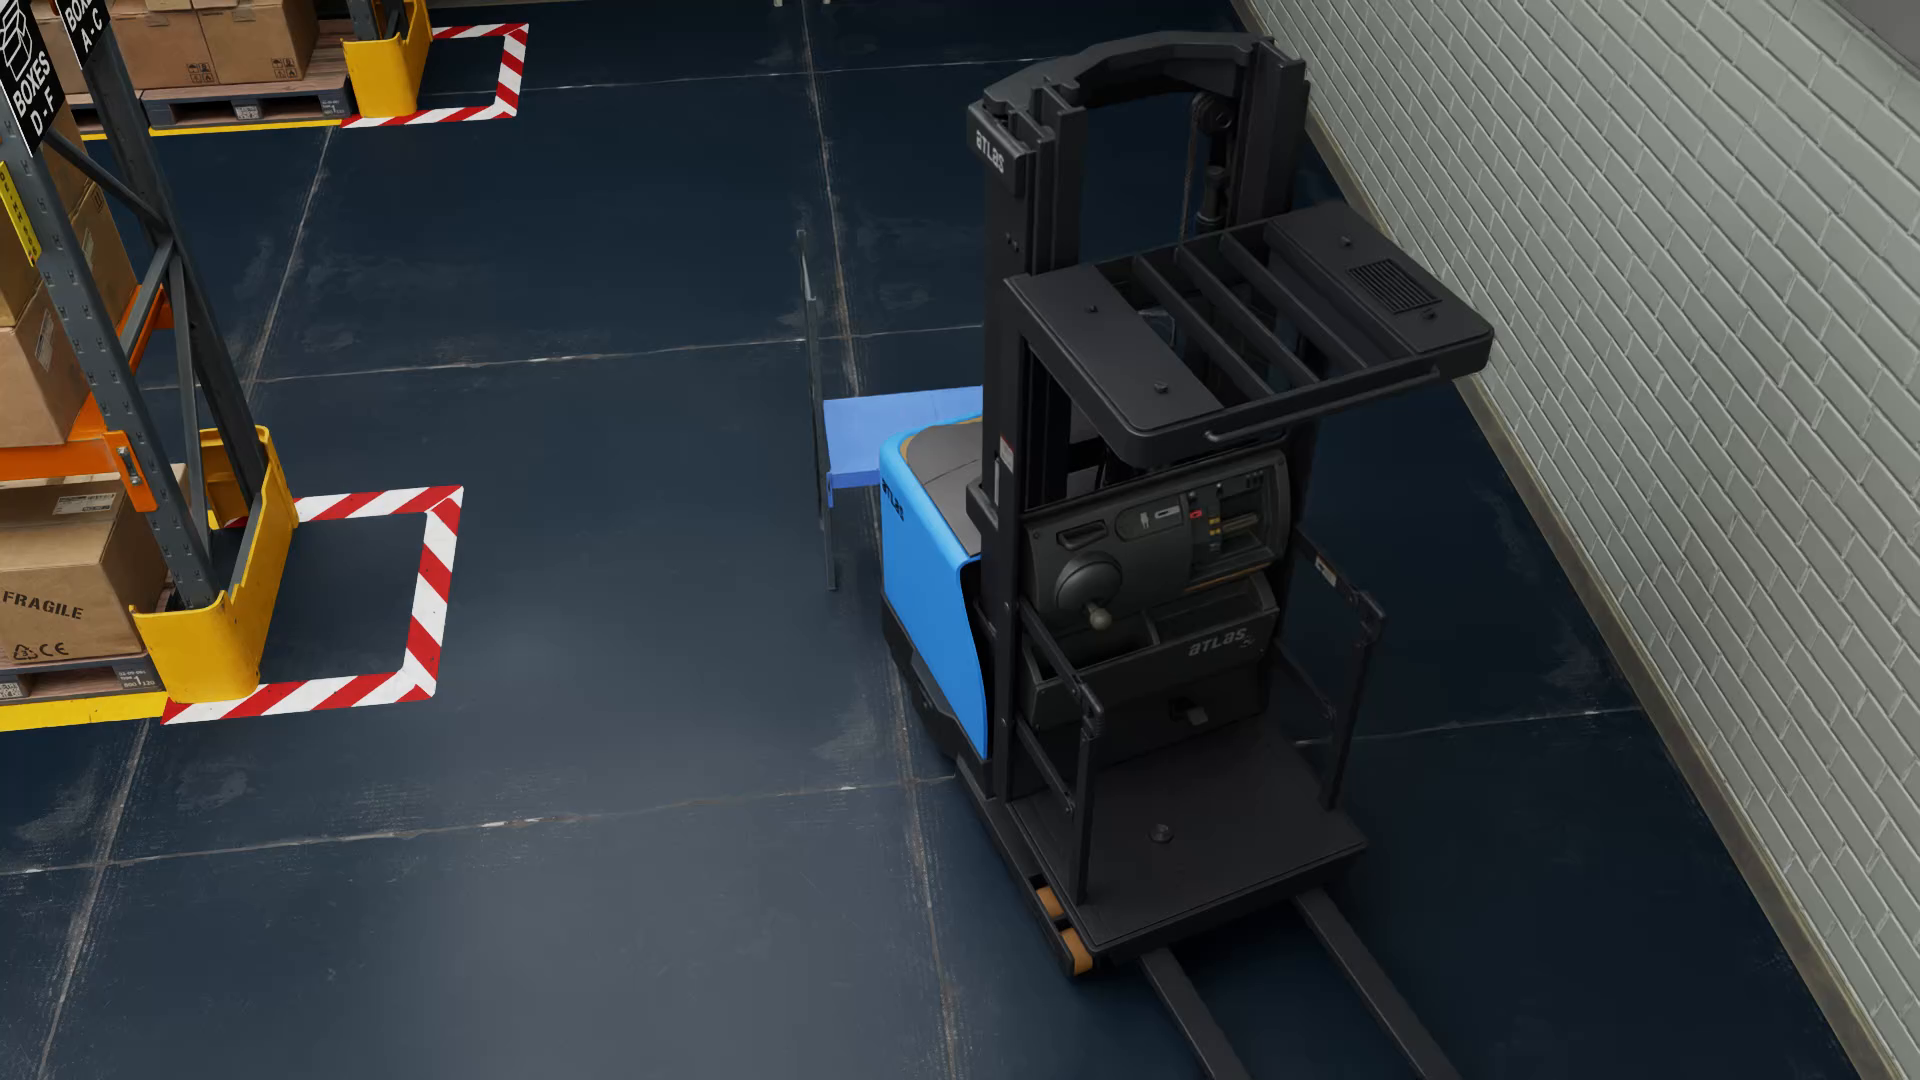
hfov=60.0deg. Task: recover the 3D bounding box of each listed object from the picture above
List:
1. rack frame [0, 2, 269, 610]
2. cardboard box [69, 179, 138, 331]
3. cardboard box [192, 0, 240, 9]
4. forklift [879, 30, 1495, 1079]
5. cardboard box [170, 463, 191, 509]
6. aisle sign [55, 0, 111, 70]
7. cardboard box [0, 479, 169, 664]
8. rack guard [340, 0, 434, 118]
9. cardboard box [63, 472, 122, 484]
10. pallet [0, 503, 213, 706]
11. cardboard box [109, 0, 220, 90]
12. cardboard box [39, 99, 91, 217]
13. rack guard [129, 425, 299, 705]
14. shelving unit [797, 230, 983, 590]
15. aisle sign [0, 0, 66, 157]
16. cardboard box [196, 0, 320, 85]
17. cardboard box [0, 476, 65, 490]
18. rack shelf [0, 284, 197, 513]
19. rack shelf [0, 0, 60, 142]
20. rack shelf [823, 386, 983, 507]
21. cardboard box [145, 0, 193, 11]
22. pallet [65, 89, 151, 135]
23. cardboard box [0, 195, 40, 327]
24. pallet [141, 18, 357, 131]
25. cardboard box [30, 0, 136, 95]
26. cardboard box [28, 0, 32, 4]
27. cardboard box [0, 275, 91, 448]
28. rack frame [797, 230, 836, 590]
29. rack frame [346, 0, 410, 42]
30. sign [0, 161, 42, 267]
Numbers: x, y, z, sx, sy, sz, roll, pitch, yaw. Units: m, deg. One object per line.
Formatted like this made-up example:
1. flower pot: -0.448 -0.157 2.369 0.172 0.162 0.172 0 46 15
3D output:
1. rack frame: -3.036 -0.853 6.171 0.127 3.000 1.000 -5 42 -6
2. cardboard box: -3.510 -1.027 6.289 0.500 0.500 0.500 -4 42 -5
3. cardboard box: -4.466 -3.352 10.010 0.250 0.149 0.380 -5 42 -6
4. forklift: 0.736 0.089 5.178 1.130 2.935 3.031 -17 45 -18
5. cardboard box: -3.495 -0.150 7.192 0.250 0.149 0.380 -5 42 -6
6. aisle sign: -3.006 -2.019 5.523 0.004 0.787 0.394 -5 42 -6
7. cardboard box: -3.543 0.123 6.628 0.500 0.500 0.500 -5 42 -6
8. rack guard: -3.658 -3.217 10.658 0.348 0.500 1.175 -5 42 -6
9. cardboard box: -3.743 -0.135 7.162 0.250 0.166 0.380 -5 42 -6
10. pallet: -3.901 0.259 7.021 1.213 0.211 1.003 -5 42 -6
11. cardboard box: -4.859 -3.200 10.326 0.500 0.500 0.700 -5 42 -6
12. cardboard box: -3.510 -1.398 5.954 0.500 0.500 0.500 -4 42 -4
13. rack guard: -3.111 0.082 7.001 0.348 0.500 1.175 -5 42 -6
14. shelving unit: -0.090 -0.558 6.964 1.048 1.500 0.538 -6 42 -6
15. aisle sign: -2.928 -1.621 5.082 0.004 0.787 0.394 -5 42 -6
16. cardboard box: -4.363 -3.243 10.374 0.500 0.500 0.700 -5 42 -6
17. cardboard box: -4.107 -0.093 7.053 0.500 0.250 0.500 -5 42 -6
18. rack shelf: -5.019 -0.412 6.220 4.000 0.370 1.077 -5 42 -6
19. rack shelf: -5.019 -1.526 5.215 4.000 0.370 1.077 -5 42 -6
20. rack shelf: -0.090 -0.424 7.084 1.000 0.185 0.538 -6 42 -6
21. cardboard box: -4.720 -3.329 9.985 0.250 0.149 0.380 -4 42 -4
22. pallet: -5.671 -2.882 10.503 1.213 0.211 1.003 -5 42 -6
23. cardboard box: -3.441 -1.040 5.558 0.500 0.500 0.500 -5 42 -6
24. pallet: -4.464 -2.986 10.618 1.213 0.211 1.003 -5 42 -6
25. cardboard box: -5.357 -3.156 10.277 0.500 0.500 0.700 -6 42 -7
26. cardboard box: -5.885 -3.104 10.220 0.500 0.500 0.700 -4 42 -5
27. cardboard box: -3.444 -0.671 5.894 0.500 0.500 0.500 -4 42 -4
28. rack frame: -0.592 -0.506 6.907 0.032 1.500 0.500 -6 42 -6
29. rack frame: -3.681 -4.143 9.818 0.127 3.000 1.000 -5 42 -6
30. sign: -2.983 -1.030 5.267 0.005 0.325 0.100 -5 42 -6
